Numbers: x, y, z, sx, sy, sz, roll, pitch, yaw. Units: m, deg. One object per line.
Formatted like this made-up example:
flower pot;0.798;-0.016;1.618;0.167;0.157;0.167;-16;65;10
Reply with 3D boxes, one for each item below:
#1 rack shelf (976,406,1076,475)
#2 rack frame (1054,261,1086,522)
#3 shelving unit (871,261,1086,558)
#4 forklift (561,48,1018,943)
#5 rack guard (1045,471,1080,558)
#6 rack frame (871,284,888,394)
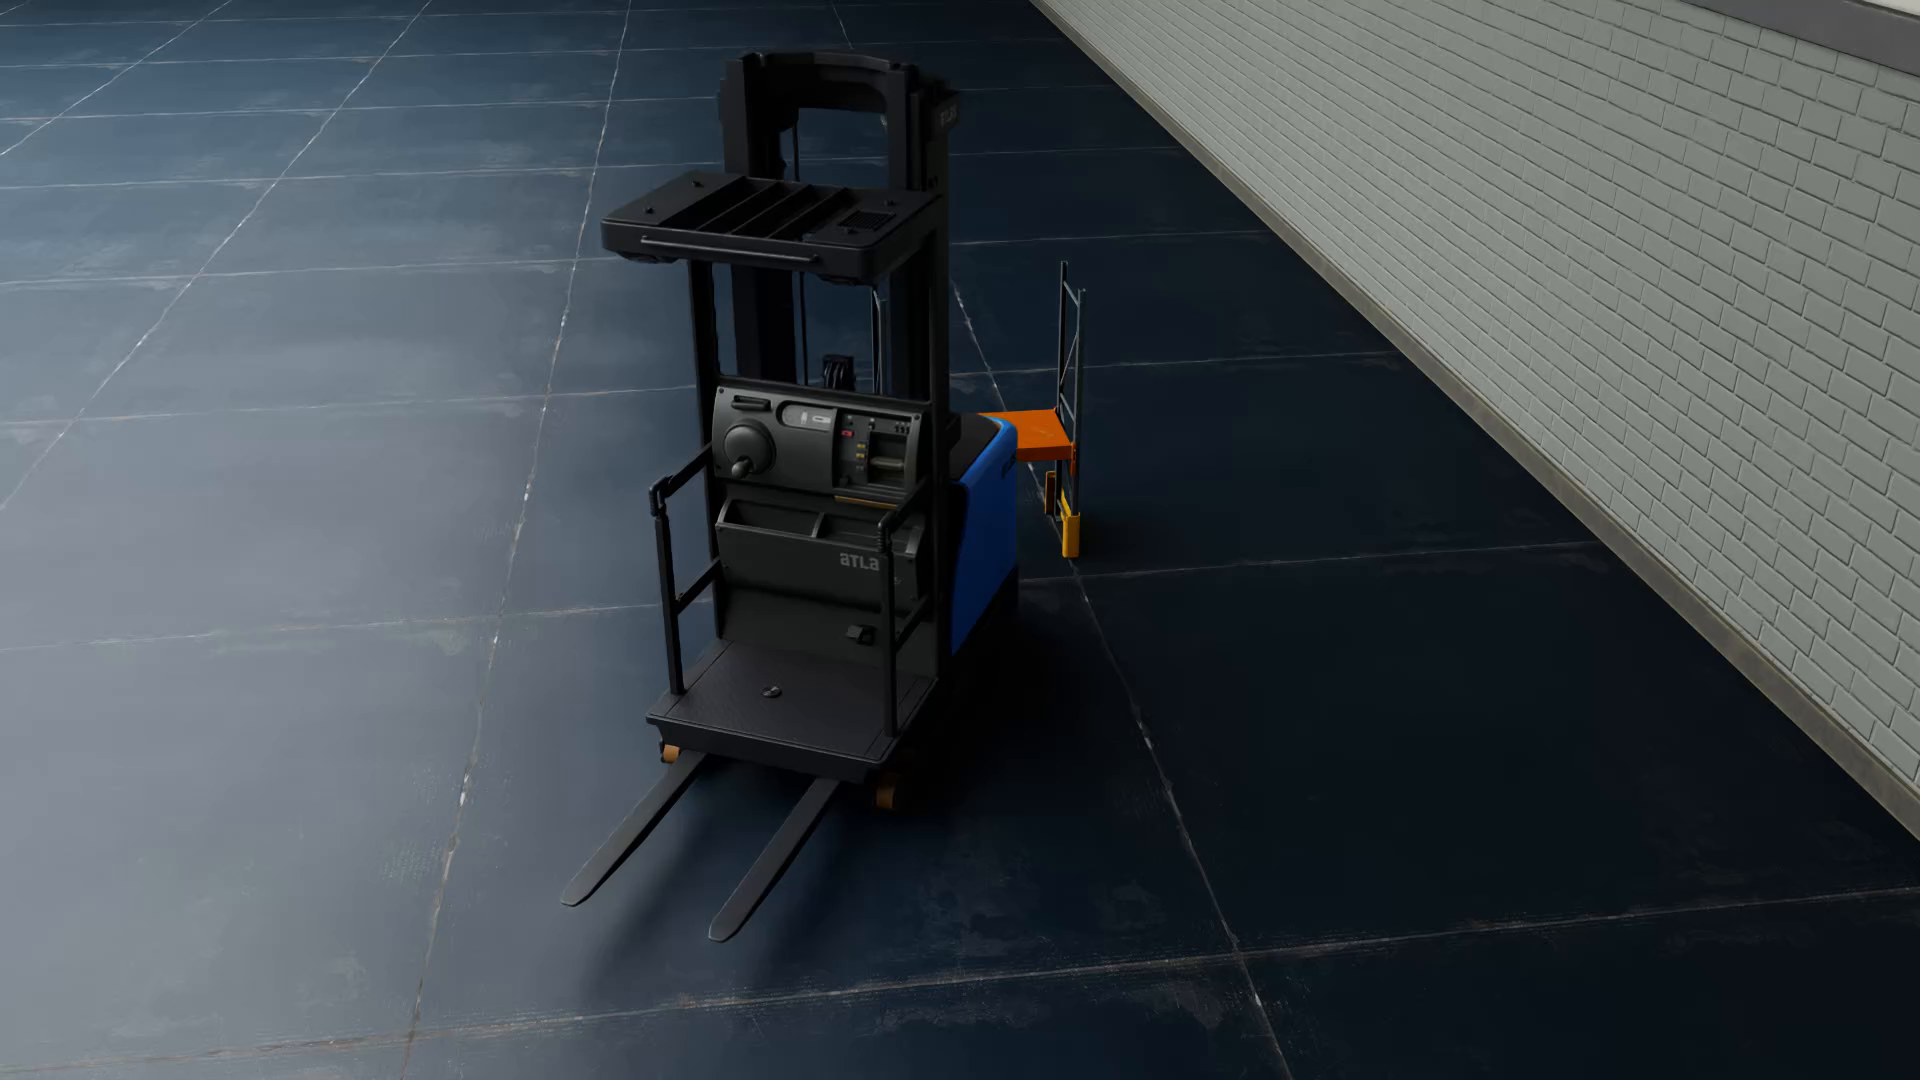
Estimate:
rack shelf;0.084;-0.513;9.000;1.000;0.185;0.538;-4;27;-7
rack frame;0.588;-0.705;8.981;0.032;1.500;0.500;-4;27;-7
shelving unit;0.075;-0.672;8.917;1.083;1.500;0.587;-4;27;-7
forklift;-0.669;-0.369;6.758;1.130;2.935;3.031;9;28;17
rack guard;0.569;-0.148;9.264;0.087;0.250;0.587;-4;27;-7
rack frame;-0.419;-0.640;8.855;0.032;1.500;0.500;-4;27;-7
